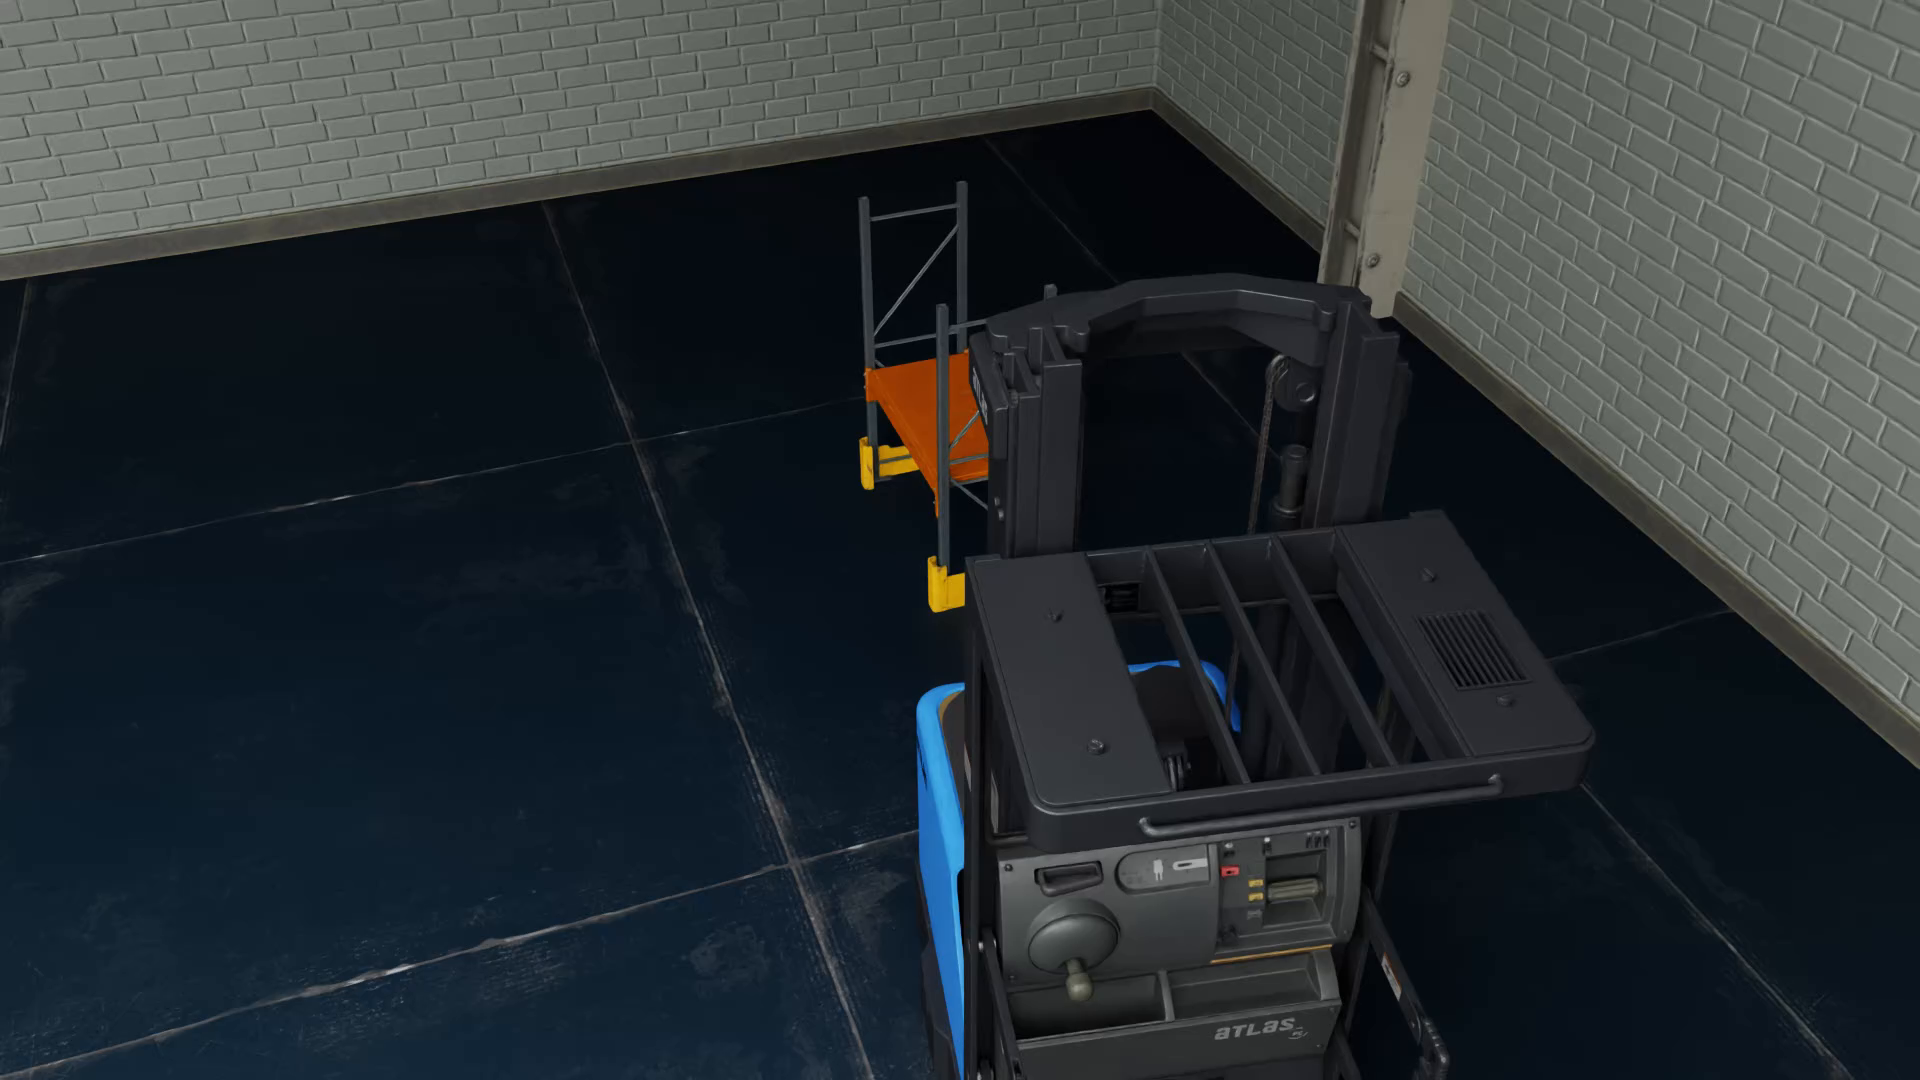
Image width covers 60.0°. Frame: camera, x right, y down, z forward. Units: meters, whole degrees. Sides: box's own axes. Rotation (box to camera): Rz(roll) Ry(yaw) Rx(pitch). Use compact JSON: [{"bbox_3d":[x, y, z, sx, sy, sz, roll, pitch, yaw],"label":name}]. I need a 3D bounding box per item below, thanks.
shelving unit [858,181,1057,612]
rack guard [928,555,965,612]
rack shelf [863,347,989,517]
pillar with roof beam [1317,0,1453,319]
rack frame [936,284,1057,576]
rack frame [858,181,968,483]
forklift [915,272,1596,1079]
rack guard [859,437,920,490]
[{"bbox_3d":[-0.026,-0.642,7.356,0.587,1.500,1.083,-12,39,-16],"label":"shelving unit"},{"bbox_3d":[0.145,0.138,7.358,0.587,0.250,0.087,-12,39,-16],"label":"rack guard"},{"bbox_3d":[-0.029,-0.504,7.471,0.538,0.185,1.000,-12,39,-16],"label":"rack shelf"},{"bbox_3d":[-1.769,-4.063,5.665,9.100,9.000,0.400,-12,39,-16],"label":"pillar with roof beam"},{"bbox_3d":[0.146,-0.360,6.981,0.500,1.500,0.032,-12,39,-16],"label":"rack frame"},{"bbox_3d":[-0.204,-0.934,7.744,0.500,1.500,0.032,-12,39,-16],"label":"rack frame"},{"bbox_3d":[0.594,0.984,4.007,1.130,2.935,3.031,-6,37,-8],"label":"forklift"},{"bbox_3d":[-0.198,-0.424,8.105,0.587,0.250,0.087,-12,39,-16],"label":"rack guard"}]
